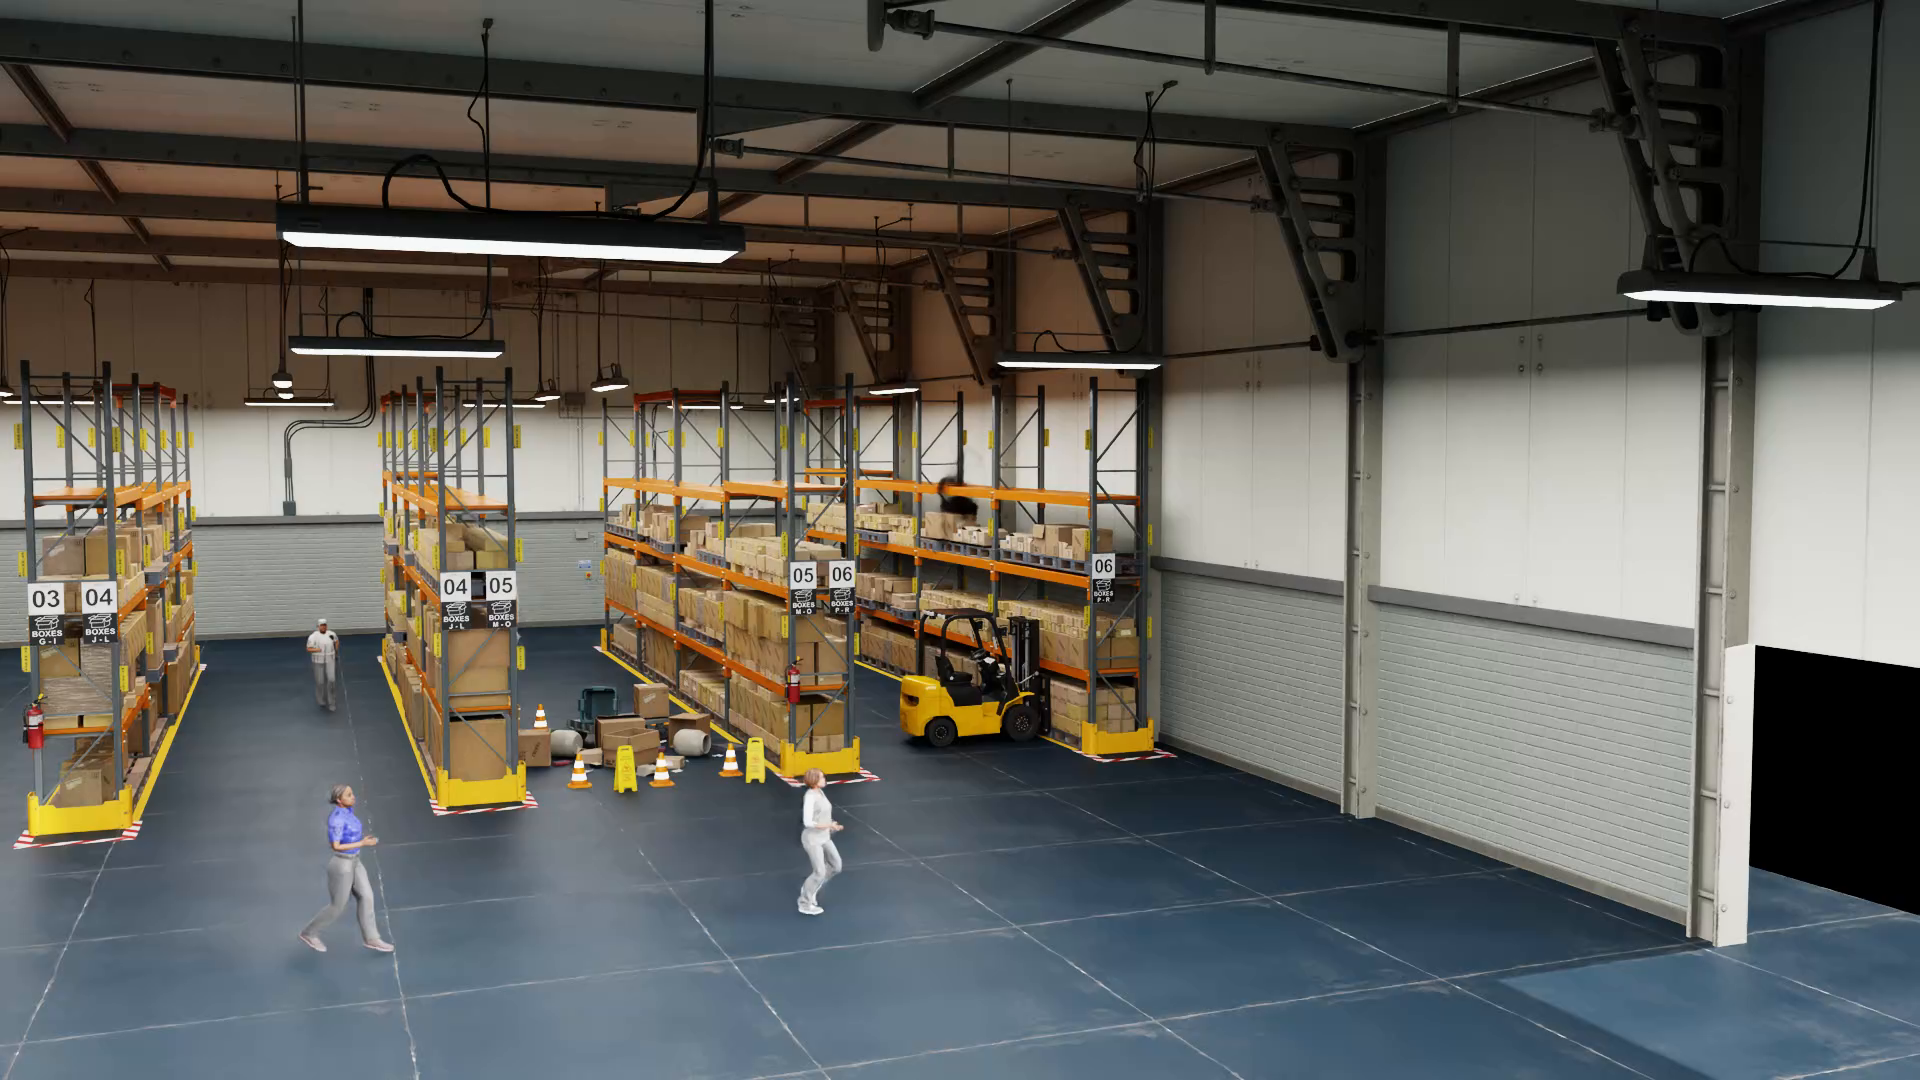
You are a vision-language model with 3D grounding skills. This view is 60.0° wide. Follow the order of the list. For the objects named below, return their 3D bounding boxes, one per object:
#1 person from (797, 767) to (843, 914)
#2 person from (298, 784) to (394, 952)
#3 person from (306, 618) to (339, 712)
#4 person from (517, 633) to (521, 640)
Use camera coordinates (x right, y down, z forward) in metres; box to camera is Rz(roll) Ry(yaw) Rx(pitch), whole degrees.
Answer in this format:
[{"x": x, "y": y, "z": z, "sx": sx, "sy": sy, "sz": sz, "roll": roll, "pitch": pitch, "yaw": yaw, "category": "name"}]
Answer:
[{"x": -1.453, "y": 3.163, "z": 17.481, "sx": 0.548, "sy": 1.558, "sz": 0.518, "roll": 1, "pitch": 4, "yaw": 15, "category": "person"}, {"x": -5.950, "y": 3.180, "z": 16.090, "sx": 0.876, "sy": 1.659, "sz": 0.581, "roll": 0, "pitch": 3, "yaw": -2, "category": "person"}, {"x": -11.853, "y": 2.313, "z": 30.960, "sx": 0.593, "sy": 1.722, "sz": 0.816, "roll": -2, "pitch": 4, "yaw": -26, "category": "person"}, {"x": -11.092, "y": 1.743, "z": 39.774, "sx": 1.128, "sy": 1.796, "sz": 0.706, "roll": -2, "pitch": 4, "yaw": -27, "category": "person"}]
